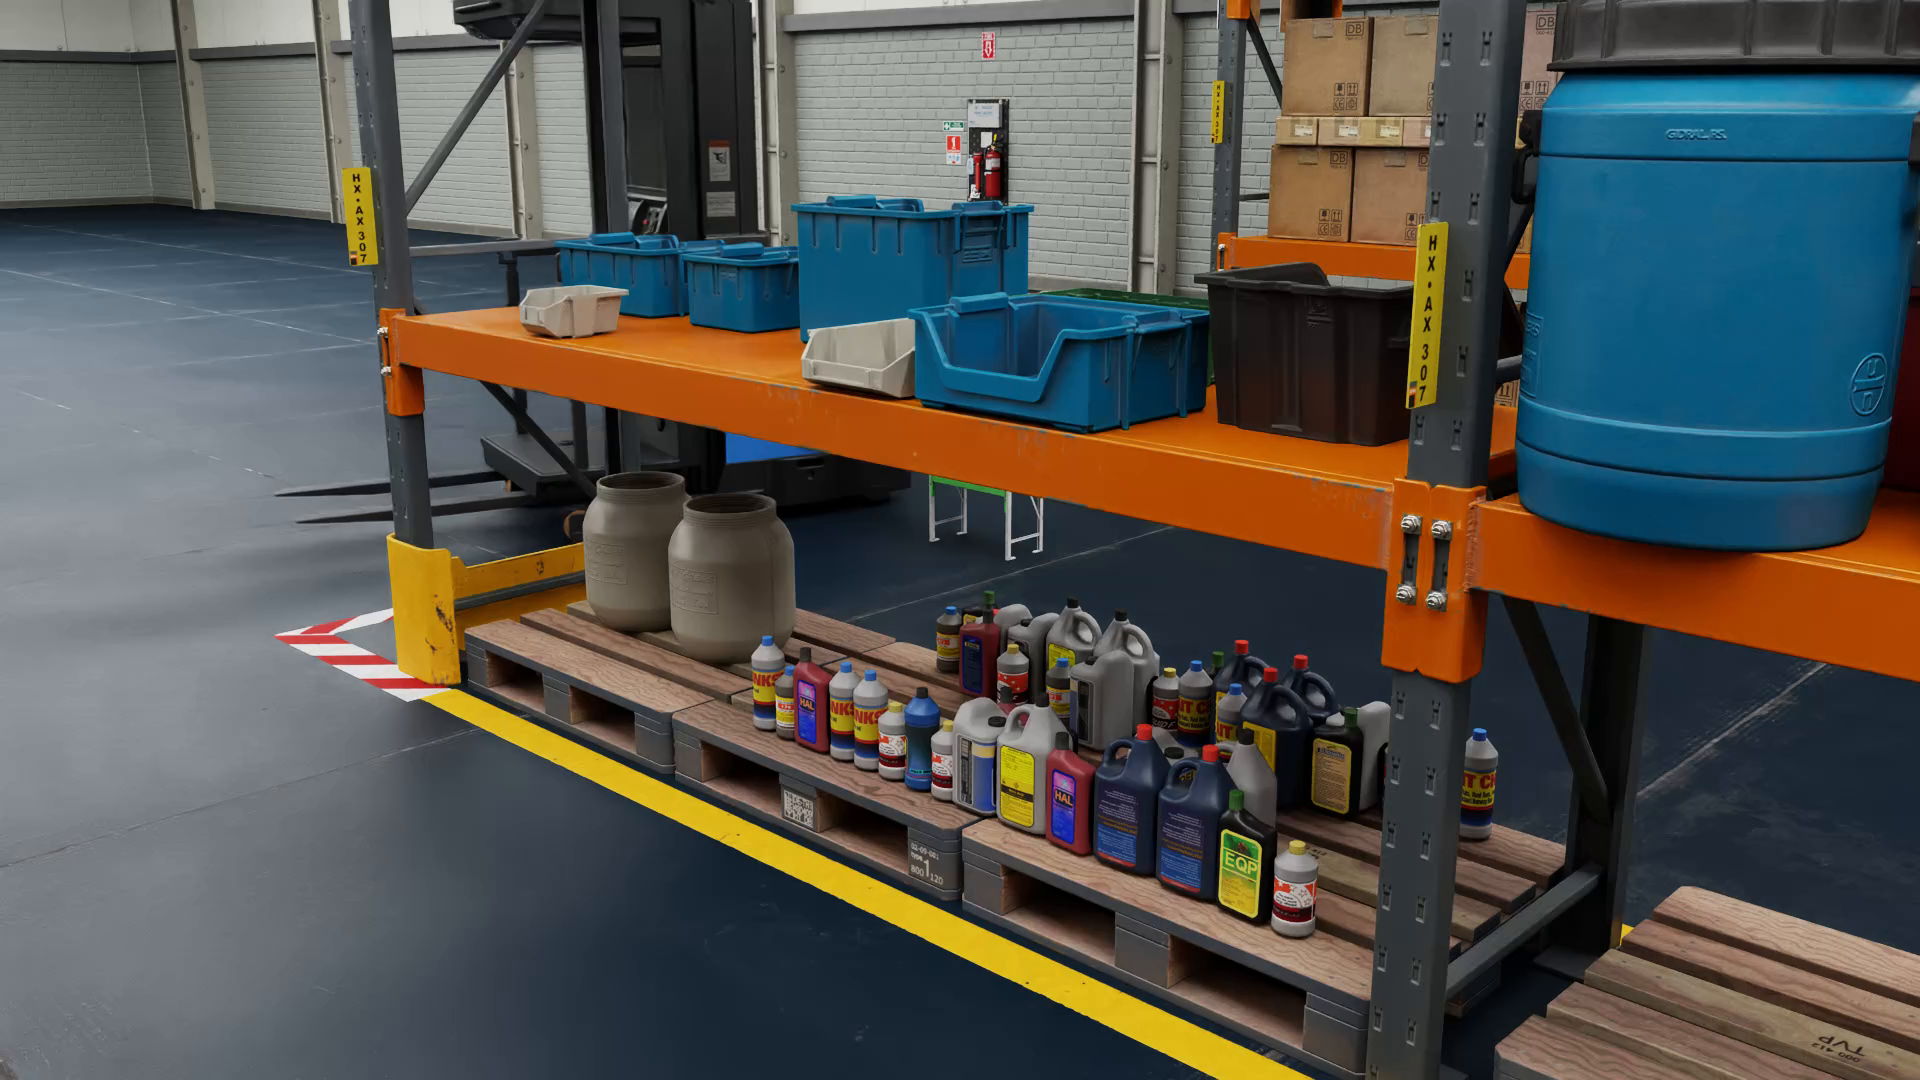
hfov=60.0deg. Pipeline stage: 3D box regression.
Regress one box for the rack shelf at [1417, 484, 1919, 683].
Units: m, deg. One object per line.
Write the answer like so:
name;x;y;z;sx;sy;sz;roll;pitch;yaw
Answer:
rack shelf;2.664;0.334;2.130;4.000;0.370;1.077;14;20;42

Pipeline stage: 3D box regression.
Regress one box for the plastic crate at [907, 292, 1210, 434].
plastic crate;0.239;-0.437;3.955;0.616;0.251;0.499;14;20;42

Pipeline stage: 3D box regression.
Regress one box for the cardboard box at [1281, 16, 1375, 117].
cardboard box;2.151;-2.546;8.983;0.500;0.500;0.700;14;20;42

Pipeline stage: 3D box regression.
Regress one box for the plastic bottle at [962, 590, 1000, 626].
plastic bottle;0.068;0.296;5.362;0.061;0.283;0.133;-14;20;-43

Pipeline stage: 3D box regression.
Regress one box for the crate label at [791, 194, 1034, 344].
crate label;-0.142;-0.809;5.017;0.616;0.435;0.502;14;20;42

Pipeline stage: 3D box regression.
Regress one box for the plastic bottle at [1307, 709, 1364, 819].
plastic bottle;0.974;0.569;4.312;0.133;0.283;0.061;14;20;42

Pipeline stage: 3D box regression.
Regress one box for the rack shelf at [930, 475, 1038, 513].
rack shelf;0.119;-0.258;7.746;0.480;0.148;0.258;14;20;42

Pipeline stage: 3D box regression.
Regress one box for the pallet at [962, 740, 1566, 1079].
pallet;0.770;0.860;4.214;1.213;0.211;1.003;14;20;42

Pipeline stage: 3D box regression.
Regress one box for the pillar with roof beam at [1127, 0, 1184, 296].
pillar with roof beam;-0.981;-6.069;13.377;0.400;9.000;9.100;14;20;42

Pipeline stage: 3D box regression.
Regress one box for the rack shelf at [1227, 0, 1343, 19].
rack shelf;3.226;-2.716;7.886;4.000;0.370;1.077;14;20;42

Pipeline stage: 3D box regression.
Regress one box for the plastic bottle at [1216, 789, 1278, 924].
plastic bottle;0.649;0.713;3.763;0.061;0.283;0.133;-13;20;-41

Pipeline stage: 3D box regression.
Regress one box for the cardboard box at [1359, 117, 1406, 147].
cardboard box;2.289;-2.128;8.665;0.250;0.149;0.380;14;20;42

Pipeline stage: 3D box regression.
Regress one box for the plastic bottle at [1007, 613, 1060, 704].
plastic bottle;0.234;0.356;5.147;0.135;0.276;0.152;13;19;41

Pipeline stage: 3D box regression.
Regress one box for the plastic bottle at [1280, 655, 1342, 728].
plastic bottle;0.932;0.488;4.492;0.144;0.351;0.185;-14;20;-43

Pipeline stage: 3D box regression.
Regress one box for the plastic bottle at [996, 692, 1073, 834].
plastic bottle;0.190;0.554;4.238;0.185;0.351;0.144;14;20;42

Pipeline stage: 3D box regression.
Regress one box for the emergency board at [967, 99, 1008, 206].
emergency board;0.254;-4.387;18.819;0.643;1.169;0.194;14;20;42

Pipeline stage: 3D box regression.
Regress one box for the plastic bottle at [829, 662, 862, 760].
plastic bottle;-0.319;0.477;4.692;0.097;0.271;0.097;0;15;0

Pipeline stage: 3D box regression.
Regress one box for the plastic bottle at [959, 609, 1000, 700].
plastic bottle;0.060;0.347;5.165;0.133;0.283;0.061;14;20;42

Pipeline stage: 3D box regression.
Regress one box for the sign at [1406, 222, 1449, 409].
sign;0.835;-0.401;2.971;0.005;0.325;0.100;14;20;42

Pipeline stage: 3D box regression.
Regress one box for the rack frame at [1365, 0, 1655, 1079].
rack frame;1.225;-0.365;3.382;0.127;3.000;1.000;14;20;42

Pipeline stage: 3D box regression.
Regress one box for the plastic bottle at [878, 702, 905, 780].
plastic bottle;-0.176;0.545;4.567;0.097;0.201;0.097;0;15;0

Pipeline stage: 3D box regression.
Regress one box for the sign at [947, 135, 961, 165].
sign;-0.072;-4.520;19.258;0.234;0.329;0.001;14;20;42

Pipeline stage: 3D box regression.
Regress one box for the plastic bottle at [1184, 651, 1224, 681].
plastic bottle;0.706;0.451;4.767;0.061;0.283;0.133;-13;20;-42

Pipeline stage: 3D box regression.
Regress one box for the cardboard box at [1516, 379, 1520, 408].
cardboard box;3.096;-0.801;8.192;0.500;0.500;0.500;14;20;42

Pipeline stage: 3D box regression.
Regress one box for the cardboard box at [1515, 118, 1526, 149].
cardboard box;2.847;-1.993;8.145;0.250;0.149;0.380;13;20;41

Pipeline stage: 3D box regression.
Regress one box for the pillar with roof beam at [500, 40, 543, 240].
pillar with roof beam;-9.620;-8.169;21.437;0.400;9.000;9.100;14;20;42

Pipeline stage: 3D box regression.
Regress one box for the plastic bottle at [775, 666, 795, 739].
plastic bottle;-0.491;0.469;4.862;0.097;0.201;0.097;0;15;0

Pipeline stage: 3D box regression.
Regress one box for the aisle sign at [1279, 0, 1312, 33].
aisle sign;1.943;-3.286;9.438;0.004;0.787;0.394;14;20;42

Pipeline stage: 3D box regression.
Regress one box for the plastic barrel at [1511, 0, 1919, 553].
plastic barrel;1.292;-0.485;2.848;0.708;0.901;0.600;14;20;42

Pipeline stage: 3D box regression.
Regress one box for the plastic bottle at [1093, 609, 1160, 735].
plastic bottle;0.490;0.380;4.904;0.185;0.351;0.144;13;20;42

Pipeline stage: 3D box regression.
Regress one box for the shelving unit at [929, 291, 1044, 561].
shelving unit;0.119;-0.552;7.670;0.503;1.200;0.258;14;20;42

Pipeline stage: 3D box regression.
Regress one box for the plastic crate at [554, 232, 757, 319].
plastic crate;-1.087;-0.959;5.960;0.616;0.251;0.499;14;20;42

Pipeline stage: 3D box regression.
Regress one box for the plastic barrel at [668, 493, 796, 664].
plastic barrel;-0.767;0.125;5.604;0.421;0.512;0.421;0;15;0

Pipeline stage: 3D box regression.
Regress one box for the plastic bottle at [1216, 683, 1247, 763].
plastic bottle;0.743;0.523;4.515;0.097;0.271;0.097;0;15;0

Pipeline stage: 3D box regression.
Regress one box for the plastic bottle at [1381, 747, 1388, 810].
plastic bottle;1.153;0.606;4.336;0.097;0.201;0.097;0;15;0

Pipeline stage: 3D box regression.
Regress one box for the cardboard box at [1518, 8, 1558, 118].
cardboard box;2.897;-2.367;8.295;0.500;0.500;0.700;14;20;42

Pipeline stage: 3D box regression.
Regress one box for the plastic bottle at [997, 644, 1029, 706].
plastic bottle;0.161;0.418;5.057;0.097;0.201;0.097;0;15;0

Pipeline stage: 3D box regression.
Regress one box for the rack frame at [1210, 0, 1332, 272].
rack frame;1.786;-1.963;9.517;0.127;3.000;1.000;14;20;42

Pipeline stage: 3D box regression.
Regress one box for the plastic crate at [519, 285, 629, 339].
plastic crate;-1.234;-0.722;5.277;0.250;0.136;0.298;14;20;42

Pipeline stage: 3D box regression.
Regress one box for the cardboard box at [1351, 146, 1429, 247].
cardboard box;2.494;-1.836;8.832;0.700;0.500;0.500;-14;20;-43

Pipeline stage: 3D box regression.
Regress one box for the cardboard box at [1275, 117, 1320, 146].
cardboard box;1.919;-2.218;9.009;0.250;0.149;0.380;13;20;42

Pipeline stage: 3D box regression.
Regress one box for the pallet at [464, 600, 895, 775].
pallet;-0.986;0.433;5.853;1.213;0.211;1.003;14;20;42

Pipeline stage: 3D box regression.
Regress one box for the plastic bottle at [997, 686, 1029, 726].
plastic bottle;0.150;0.538;4.433;0.133;0.283;0.061;14;20;42

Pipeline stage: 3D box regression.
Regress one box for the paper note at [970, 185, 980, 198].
paper note;0.175;-4.004;19.097;0.142;0.148;0.016;14;20;42

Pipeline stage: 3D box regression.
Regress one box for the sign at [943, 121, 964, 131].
sign;-0.075;-4.774;19.182;0.331;0.109;0.001;14;20;42

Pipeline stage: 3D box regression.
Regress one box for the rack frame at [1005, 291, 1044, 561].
rack frame;0.295;-0.509;7.506;0.015;1.200;0.240;14;20;42

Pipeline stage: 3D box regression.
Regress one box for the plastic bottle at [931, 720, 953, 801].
plastic bottle;-0.028;0.581;4.429;0.097;0.201;0.097;0;15;0

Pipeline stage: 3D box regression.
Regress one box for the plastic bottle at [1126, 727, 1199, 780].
plastic bottle;0.508;0.615;4.151;0.135;0.276;0.152;14;20;42

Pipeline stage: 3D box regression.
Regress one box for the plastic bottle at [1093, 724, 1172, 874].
plastic bottle;0.423;0.610;4.021;0.185;0.351;0.144;12;19;39

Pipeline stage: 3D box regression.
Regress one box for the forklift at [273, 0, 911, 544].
forklift;-1.790;-1.546;8.052;3.031;2.935;1.130;-8;17;-29

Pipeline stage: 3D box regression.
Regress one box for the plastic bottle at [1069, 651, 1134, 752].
plastic bottle;0.405;0.448;4.794;0.135;0.276;0.152;14;20;42
